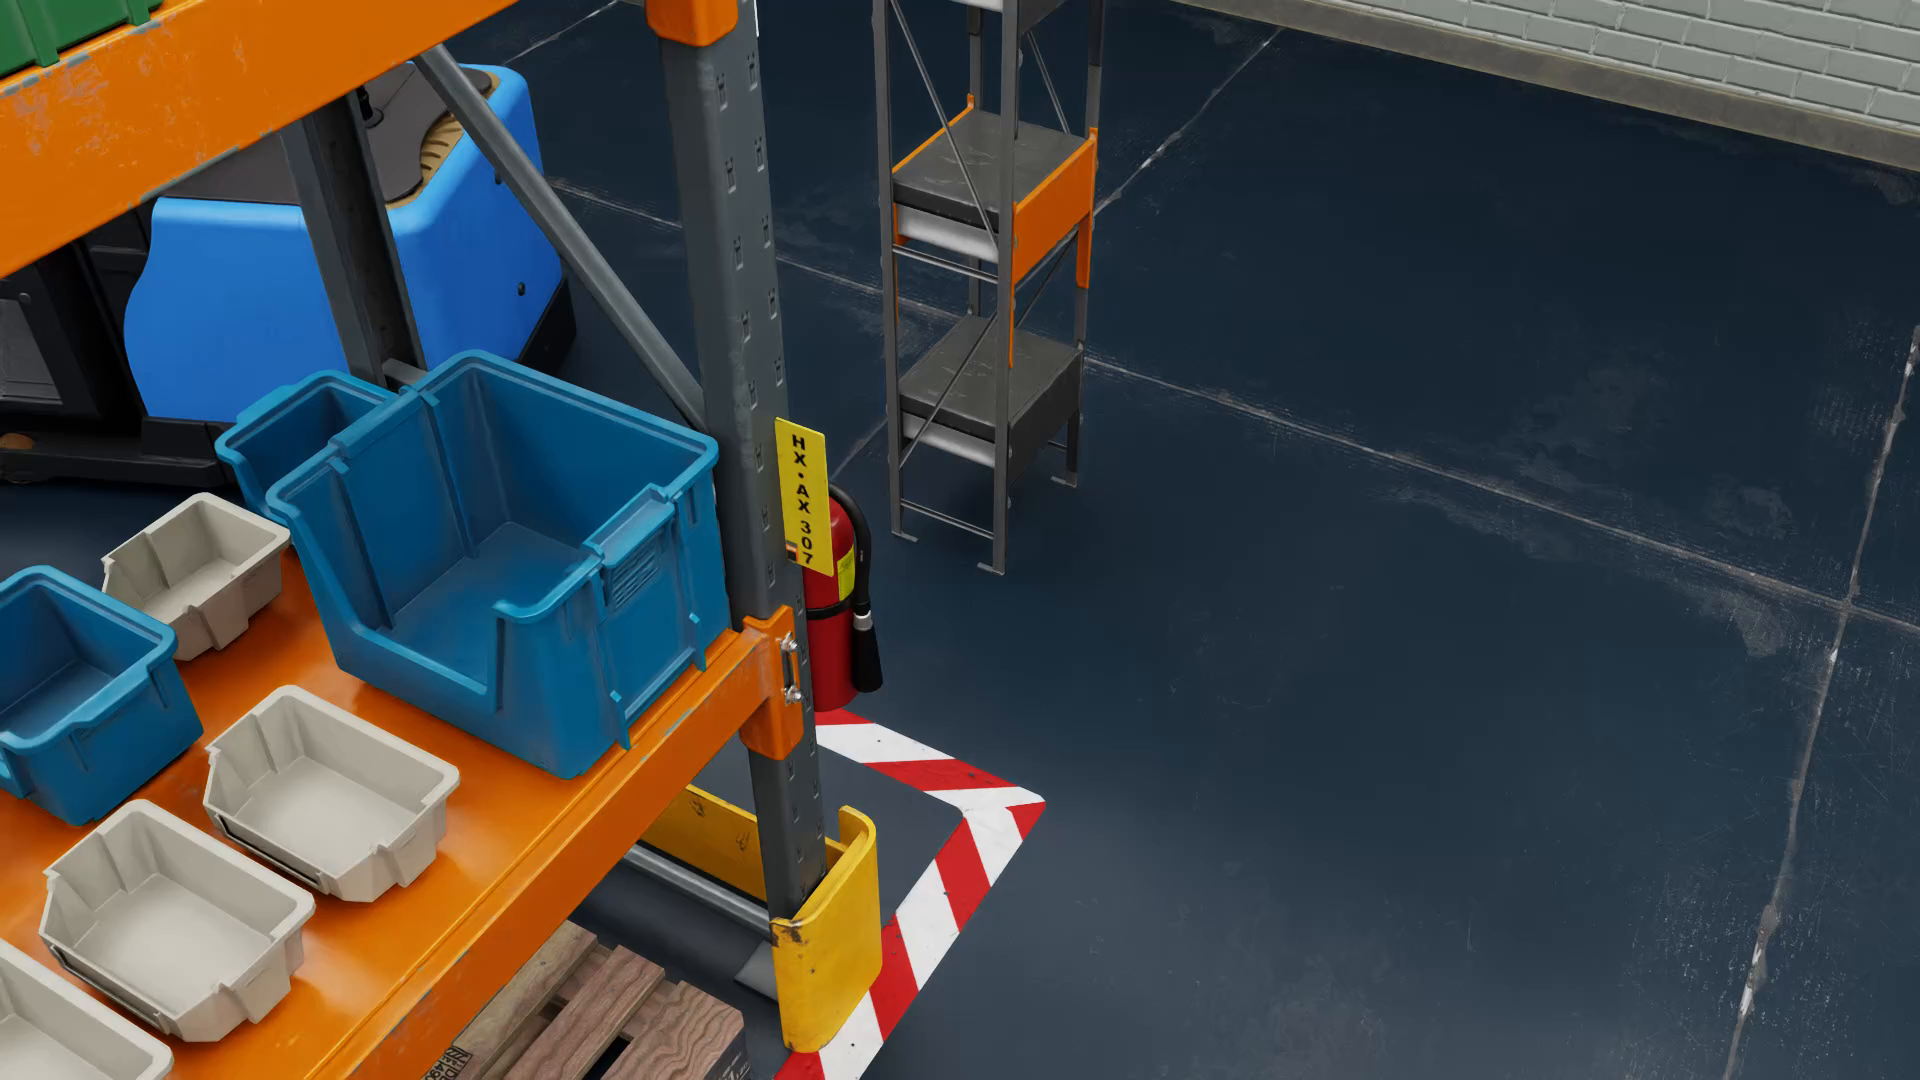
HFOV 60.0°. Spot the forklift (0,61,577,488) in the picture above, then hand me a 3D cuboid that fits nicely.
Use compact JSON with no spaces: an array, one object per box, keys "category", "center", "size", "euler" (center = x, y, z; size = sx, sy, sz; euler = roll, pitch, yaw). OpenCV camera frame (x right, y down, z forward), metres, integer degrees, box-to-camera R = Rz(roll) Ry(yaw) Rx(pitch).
[{"category":"forklift","center":[-2.934,-1.625,4.878],"size":[3.031,2.935,1.130],"euler":[5,42,5]}]

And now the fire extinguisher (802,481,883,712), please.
[{"category":"fire extinguisher","center":[-0.289,0.050,3.264],"size":[0.296,0.674,0.183],"euler":[21,45,22]}]

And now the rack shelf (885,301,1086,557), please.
[{"category":"rack shelf","center":[0.083,-0.347,5.135],"size":[0.431,0.518,0.480],"euler":[21,45,22]}]

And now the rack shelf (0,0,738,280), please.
[{"category":"rack shelf","center":[-1.759,0.106,1.135],"size":[1.077,0.370,4.000],"euler":[21,45,22]}]

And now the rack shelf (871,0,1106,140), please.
[{"category":"rack shelf","center":[0.083,-1.398,4.210],"size":[0.431,0.518,0.480],"euler":[21,45,22]}]

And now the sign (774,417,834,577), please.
[{"category":"sign","center":[-0.274,-0.072,2.938],"size":[0.100,0.325,0.005],"euler":[21,45,22]}]

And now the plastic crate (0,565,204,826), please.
[{"category":"plastic crate","center":[-1.496,0.266,2.759],"size":[0.416,0.233,0.300],"euler":[21,45,22]}]

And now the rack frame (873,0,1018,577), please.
[{"category":"rack frame","center":[-0.039,-0.743,4.505],"size":[0.400,2.100,0.015],"euler":[21,45,22]}]

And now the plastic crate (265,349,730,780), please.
[{"category":"plastic crate","center":[-0.764,0.035,2.869],"size":[0.616,0.435,0.499],"euler":[21,45,22]}]

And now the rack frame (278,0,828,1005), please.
[{"category":"rack frame","center":[-0.758,-0.183,3.188],"size":[1.000,3.000,0.127],"euler":[21,45,22]}]

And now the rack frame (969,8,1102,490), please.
[{"category":"rack frame","center":[0.205,-1.022,4.822],"size":[0.400,2.100,0.015],"euler":[21,45,22]}]

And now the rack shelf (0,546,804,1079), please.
[{"category":"rack shelf","center":[-1.759,1.231,2.126],"size":[1.077,0.370,4.000],"euler":[21,45,22]}]

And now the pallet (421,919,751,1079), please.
[{"category":"pallet","center":[-1.204,1.323,3.588],"size":[1.003,0.211,1.213],"euler":[21,45,22]}]

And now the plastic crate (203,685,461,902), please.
[{"category":"plastic crate","center":[-1.009,0.420,2.658],"size":[0.396,0.136,0.243],"euler":[21,45,22]}]

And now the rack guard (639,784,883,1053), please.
[{"category":"rack guard","center":[-0.757,0.737,4.035],"size":[1.175,0.500,0.348],"euler":[21,45,22]}]

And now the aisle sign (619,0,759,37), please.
[{"category":"aisle sign","center":[-0.469,-1.103,2.266],"size":[0.394,0.787,0.004],"euler":[21,45,22]}]

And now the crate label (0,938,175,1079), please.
[{"category":"crate label","center":[-1.285,0.748,2.285],"size":[0.396,0.136,0.243],"euler":[21,45,22]}]

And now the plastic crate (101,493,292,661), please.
[{"category":"plastic crate","center":[-1.399,0.082,3.041],"size":[0.250,0.136,0.298],"euler":[21,45,22]}]

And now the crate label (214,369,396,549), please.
[{"category":"crate label","center":[-1.167,-0.110,3.187],"size":[0.416,0.233,0.303],"euler":[21,45,22]}]

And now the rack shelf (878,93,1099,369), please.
[{"category":"rack shelf","center":[0.083,-0.872,4.673],"size":[0.431,0.518,0.480],"euler":[21,45,22]}]

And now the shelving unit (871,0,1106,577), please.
[{"category":"shelving unit","center":[0.083,-0.883,4.664],"size":[0.431,2.100,0.503],"euler":[21,45,22]}]

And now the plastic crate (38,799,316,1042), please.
[{"category":"plastic crate","center":[-1.167,0.581,2.475],"size":[0.396,0.136,0.243],"euler":[21,45,22]}]
